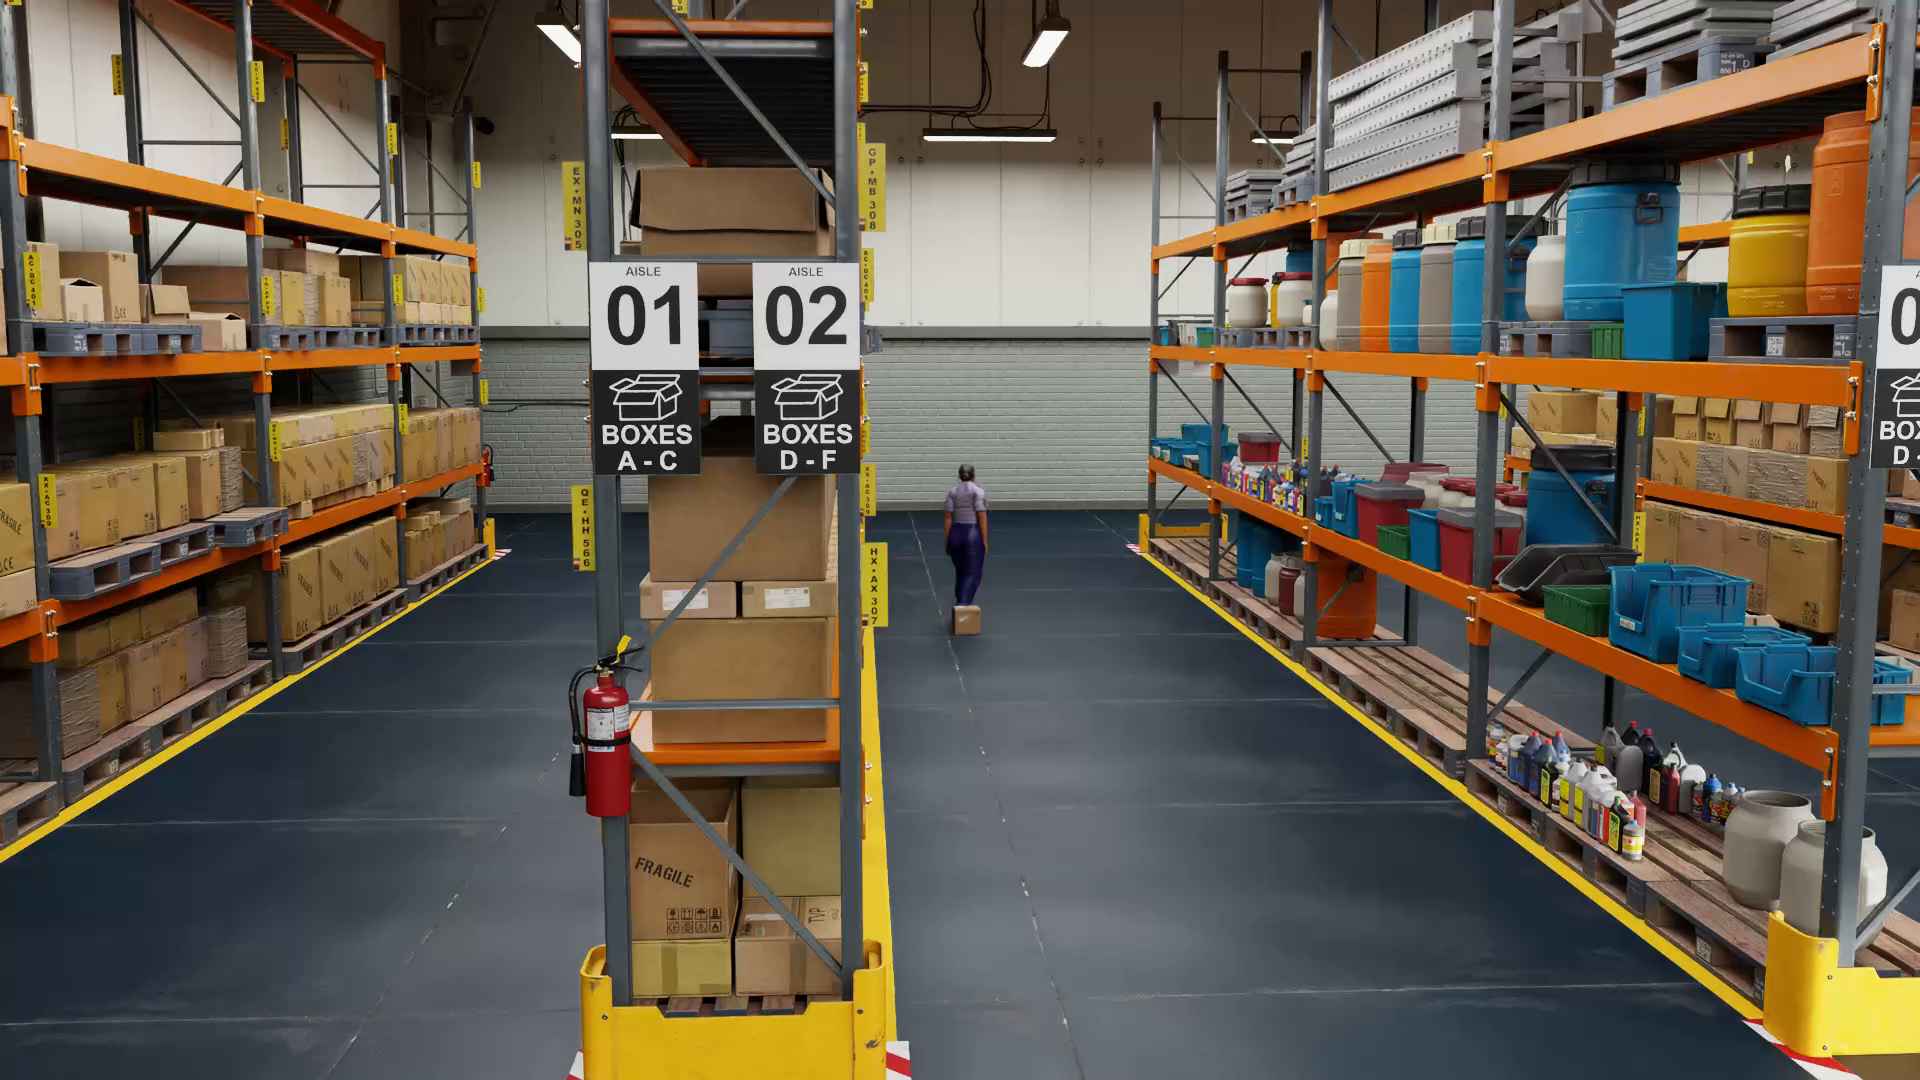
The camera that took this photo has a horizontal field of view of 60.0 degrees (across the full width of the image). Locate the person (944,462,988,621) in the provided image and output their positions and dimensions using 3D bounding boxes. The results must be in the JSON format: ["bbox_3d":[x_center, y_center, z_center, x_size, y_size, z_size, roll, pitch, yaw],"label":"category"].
[{"bbox_3d":[0.048,0.025,17.129,0.540,1.634,0.553,5,8,33],"label":"person"}]
